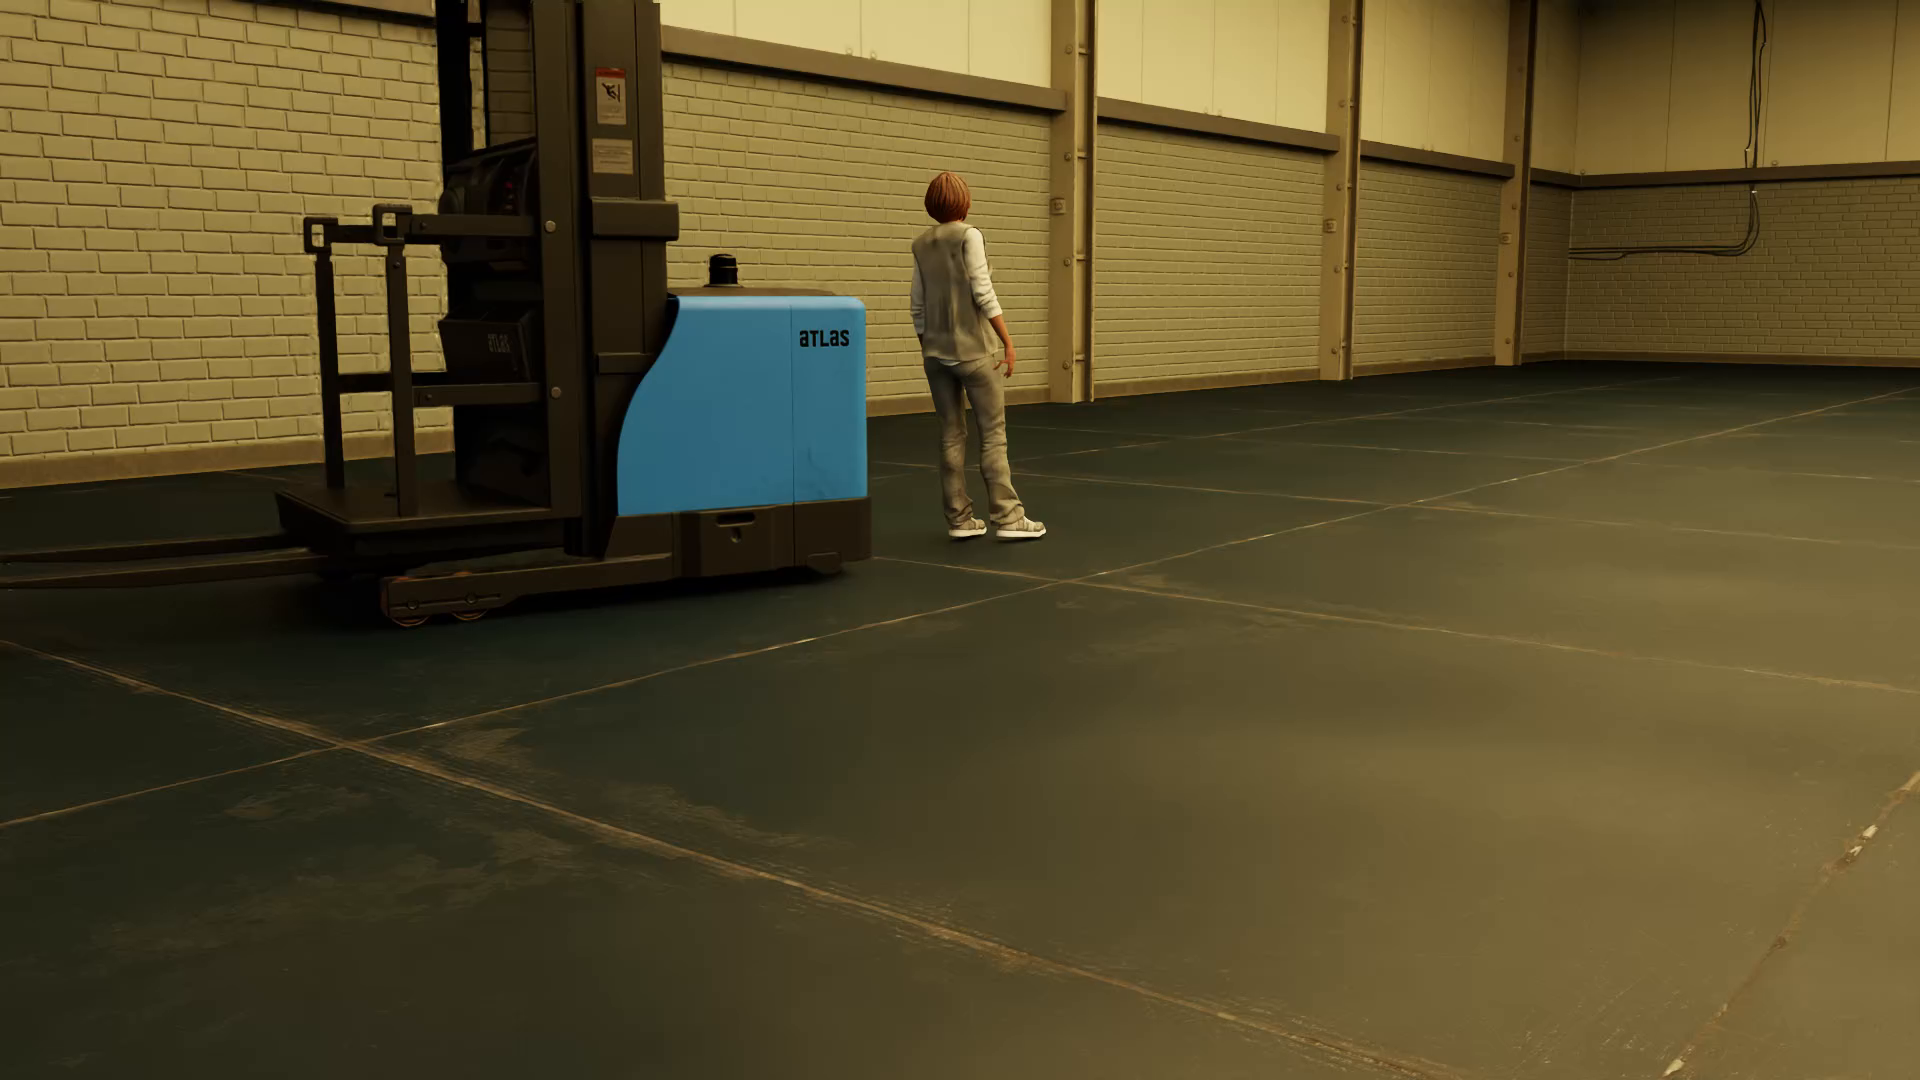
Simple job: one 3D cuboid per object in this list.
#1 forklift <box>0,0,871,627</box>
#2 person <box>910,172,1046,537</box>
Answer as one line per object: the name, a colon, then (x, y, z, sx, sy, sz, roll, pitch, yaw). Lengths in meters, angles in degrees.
forklift: (-1.857, -1.251, 5.833, 3.031, 2.935, 1.130, -5, 10, -33)
person: (0.058, -0.805, 7.336, 0.519, 1.598, 0.474, 7, 11, 38)
